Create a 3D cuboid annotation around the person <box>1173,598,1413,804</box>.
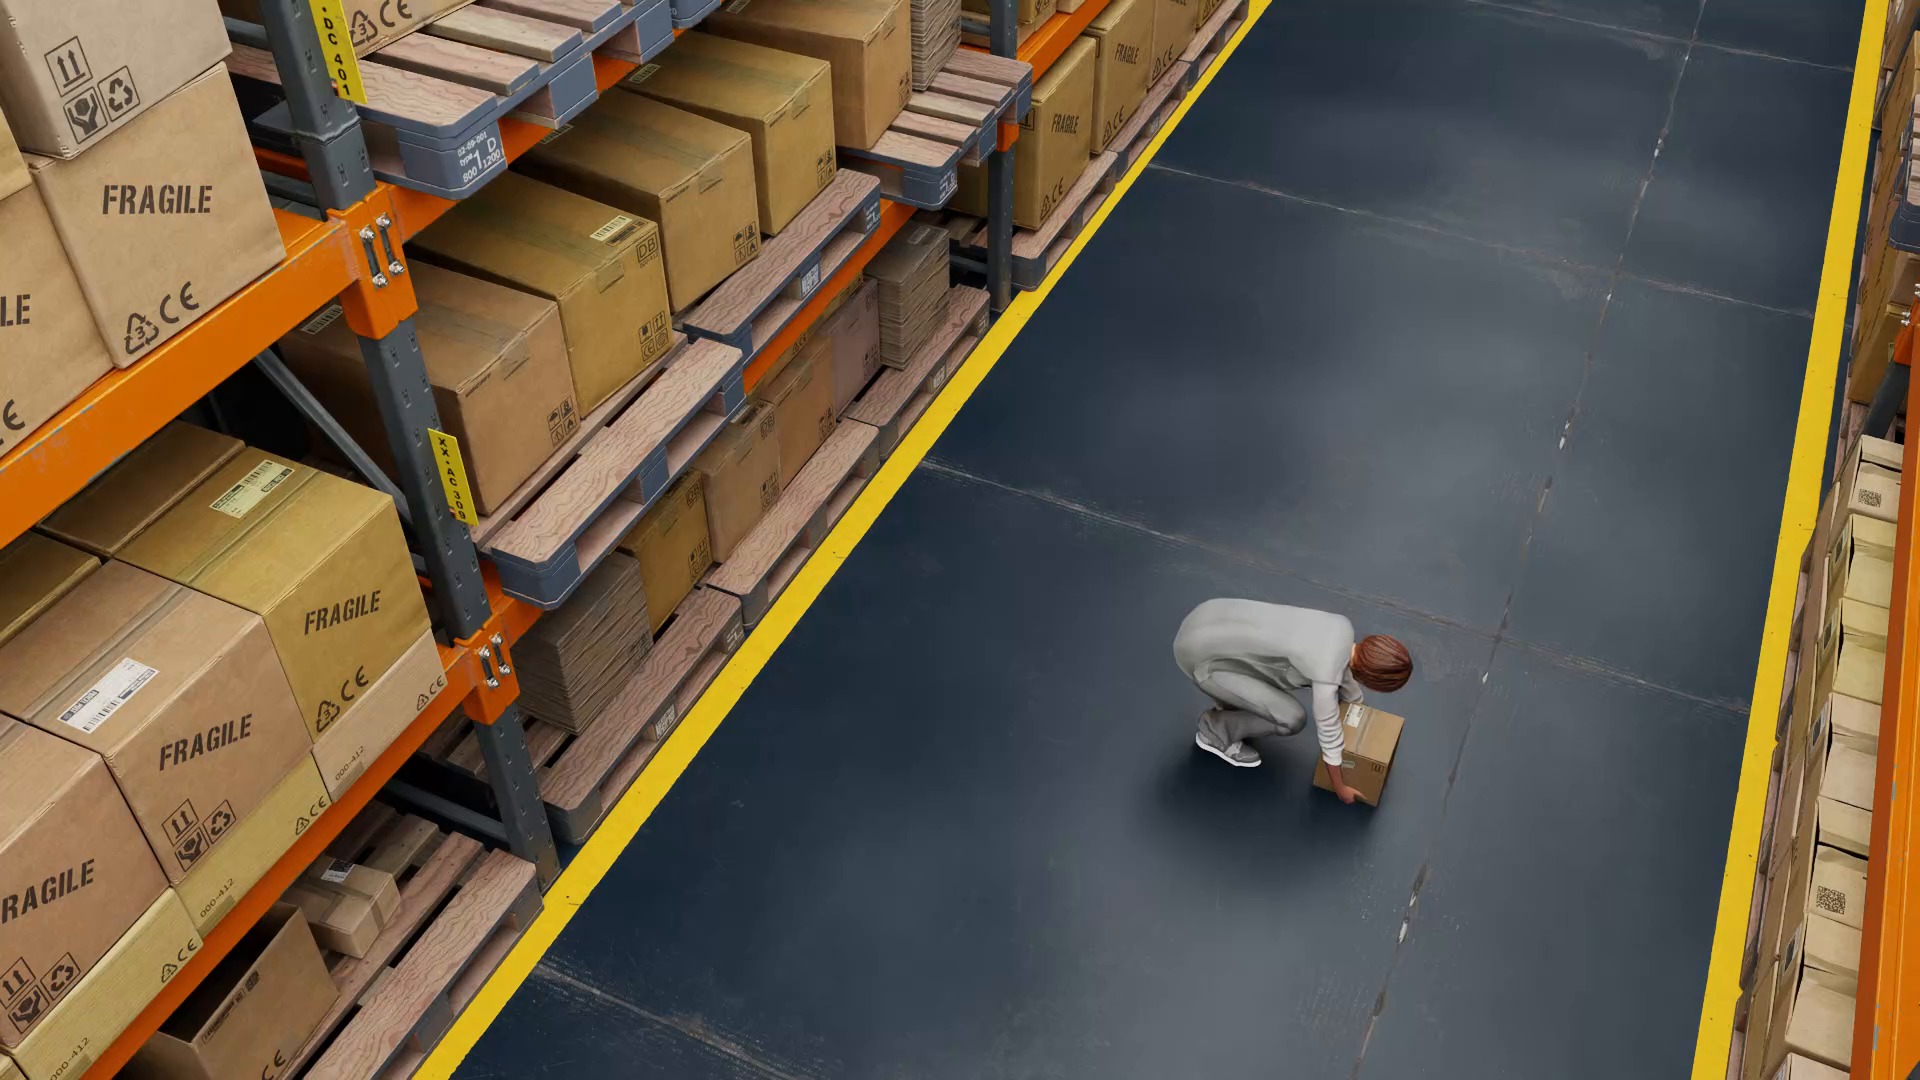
[{"bbox_3d":[1.222,0.552,6.258,0.863,0.694,0.421,17,45,17],"label":"person"}]
